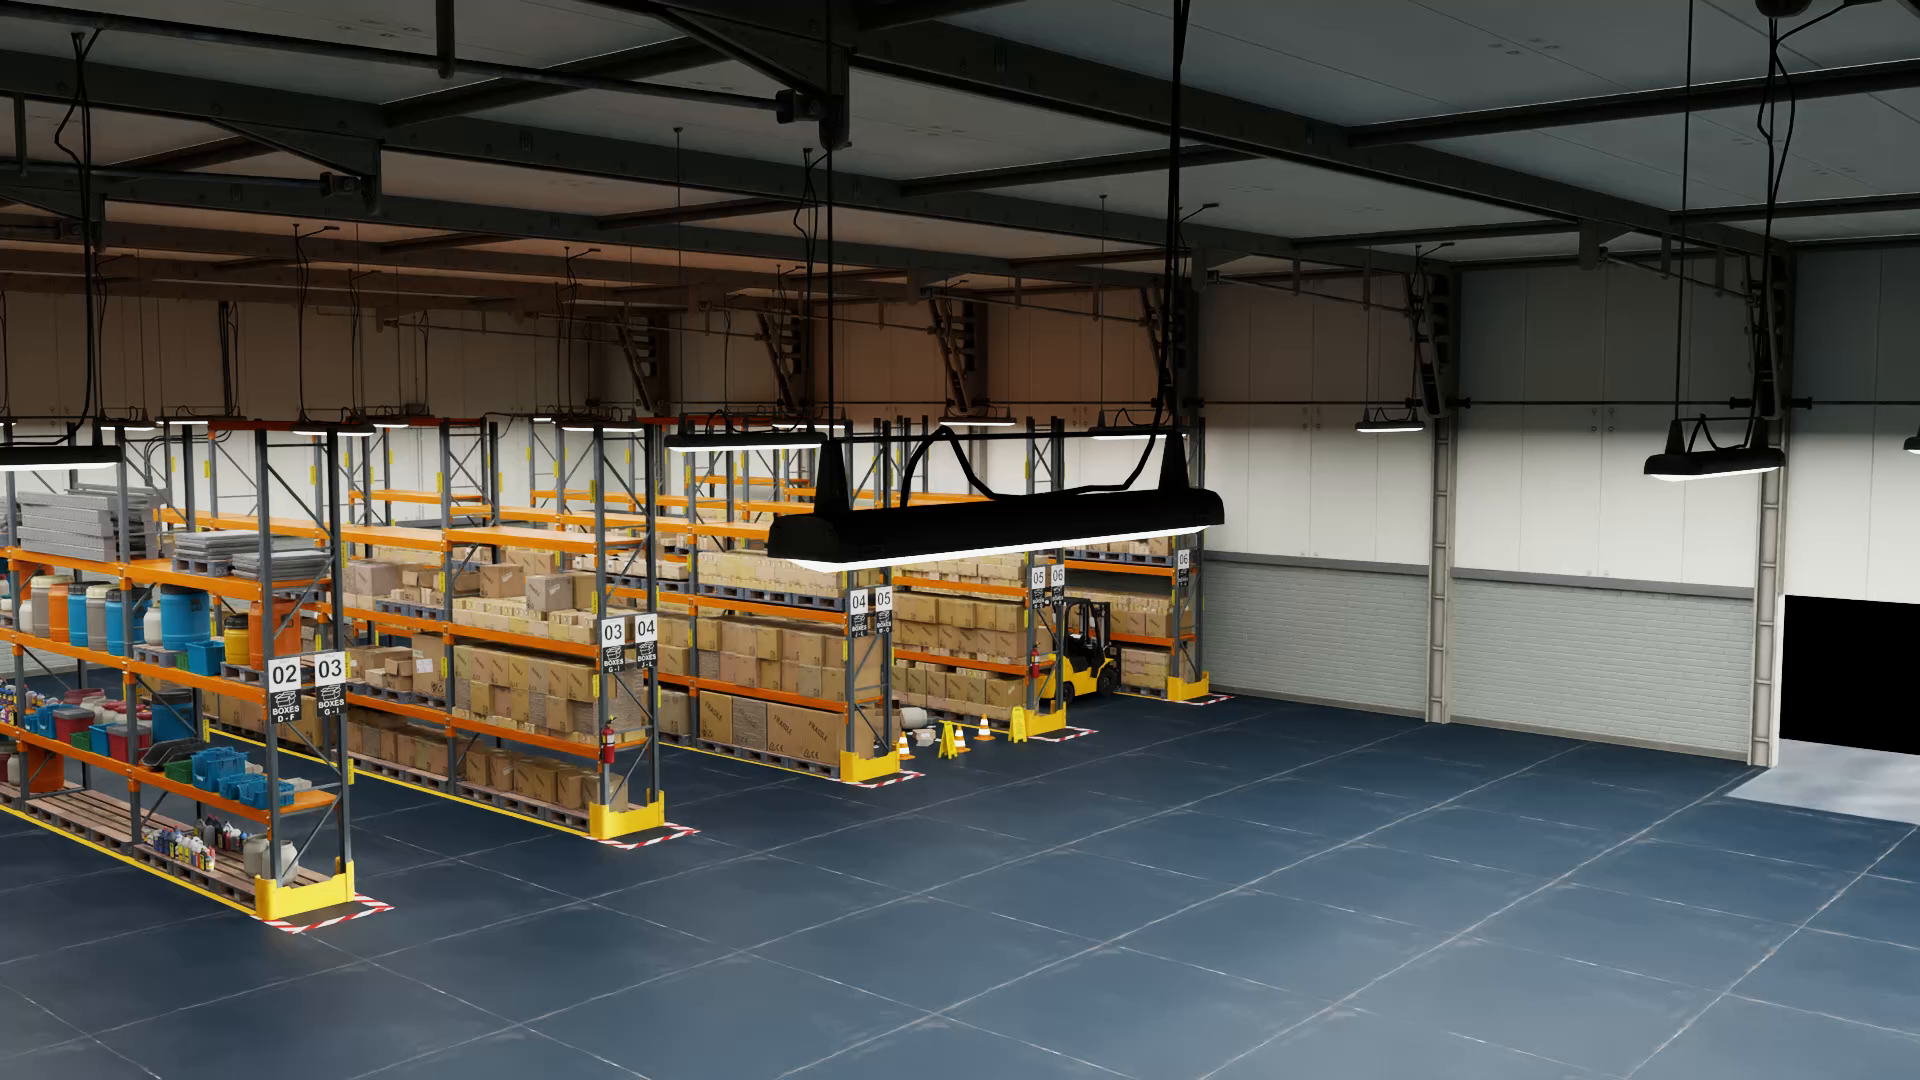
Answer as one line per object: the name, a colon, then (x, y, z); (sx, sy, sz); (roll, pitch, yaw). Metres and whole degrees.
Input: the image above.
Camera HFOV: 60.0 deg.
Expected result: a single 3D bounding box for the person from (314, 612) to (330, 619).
person: (-15.306, 2.231, 39.939); (0.383, 1.520, 1.009); (-1, 5, -14)
